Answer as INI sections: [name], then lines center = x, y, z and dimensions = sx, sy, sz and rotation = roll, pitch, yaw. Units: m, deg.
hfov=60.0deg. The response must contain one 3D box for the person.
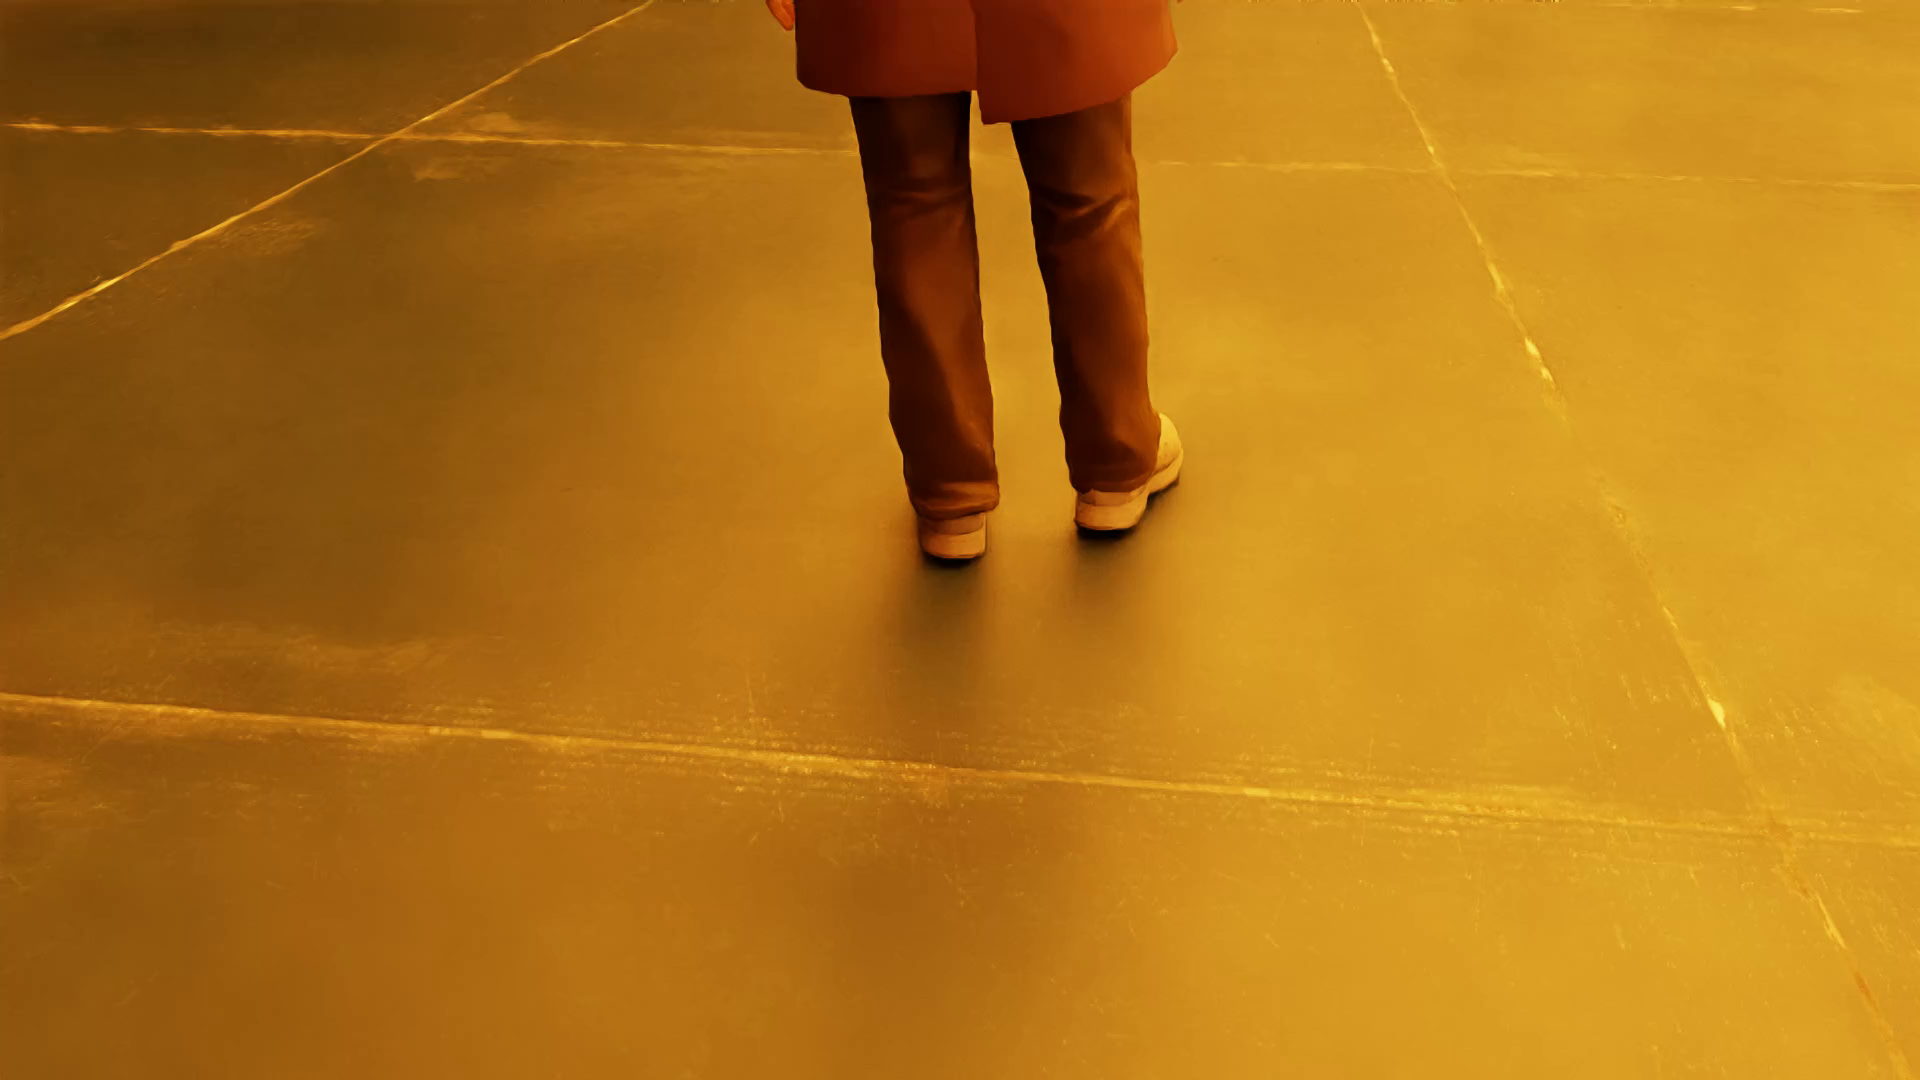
[person]
center = 0.017, -0.842, 2.181
dimensions = 0.694, 1.776, 0.580
rotation = 3, 27, 7
